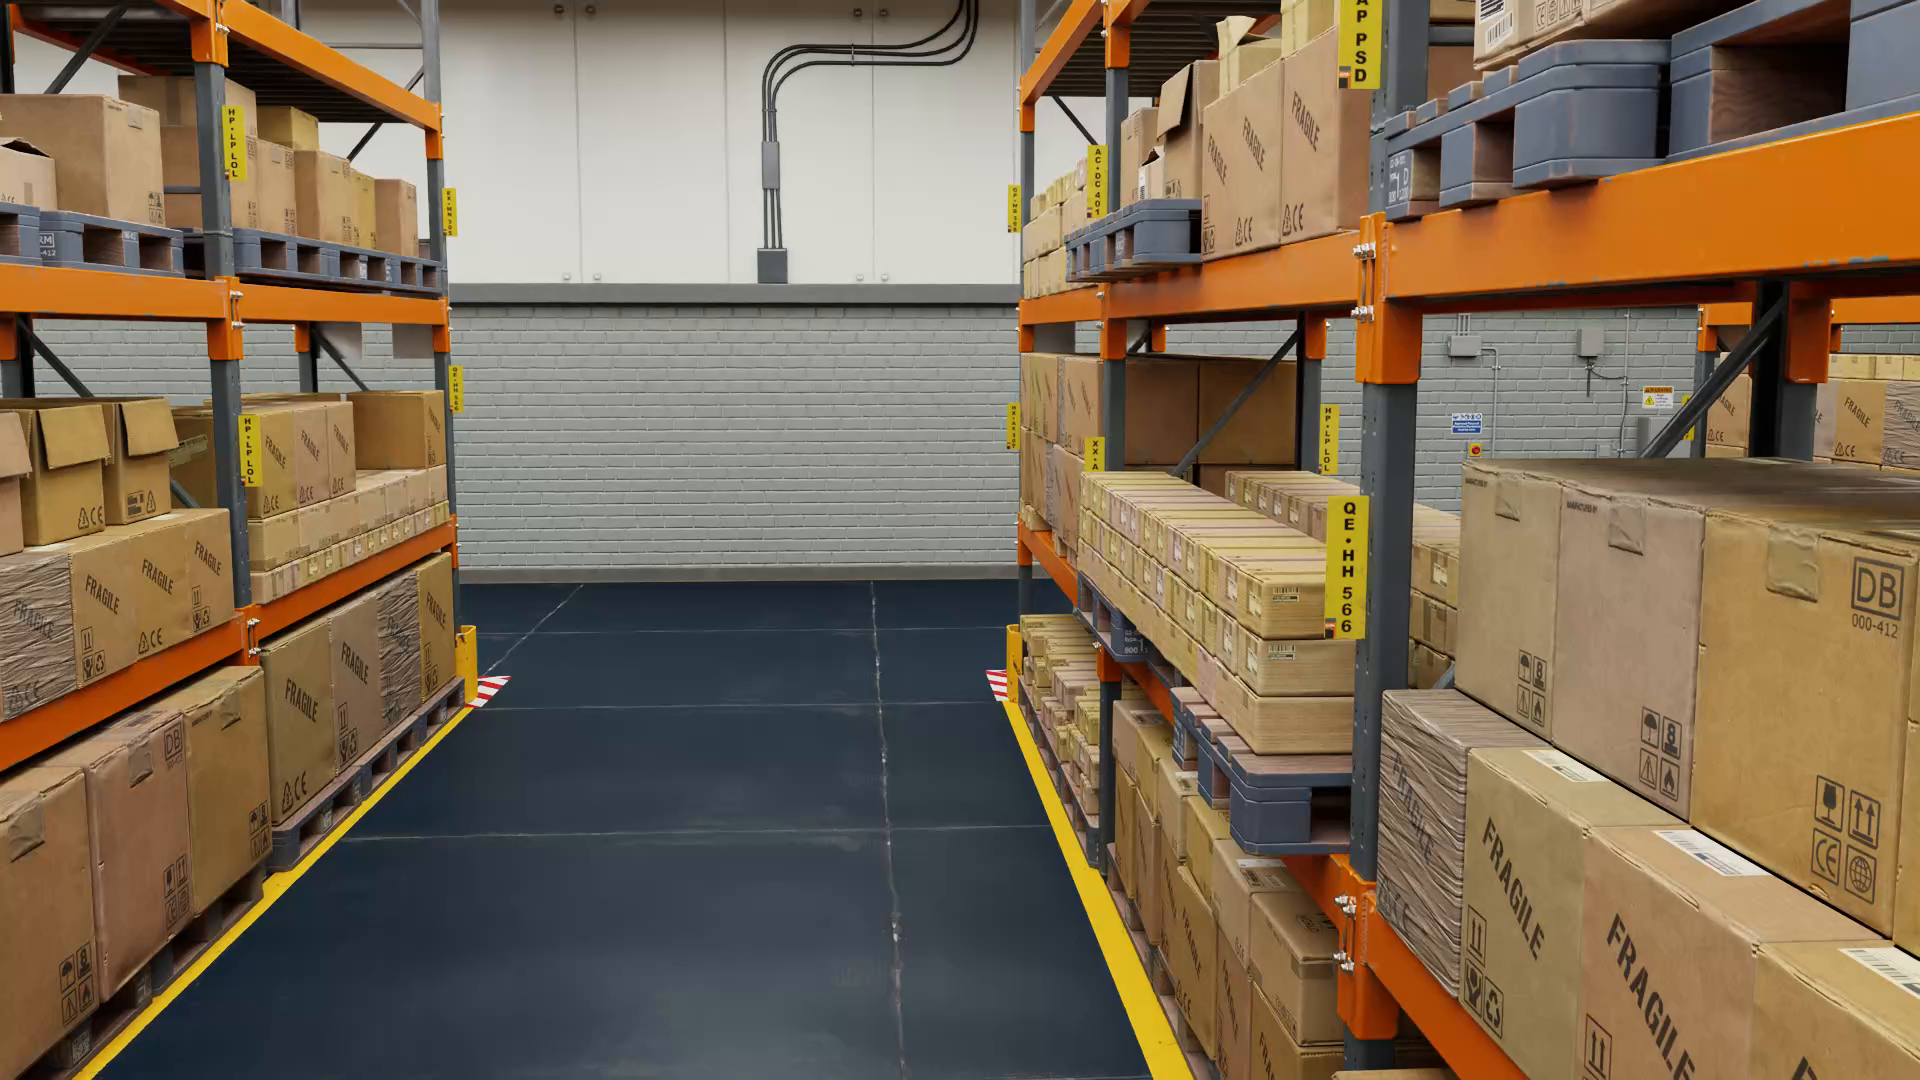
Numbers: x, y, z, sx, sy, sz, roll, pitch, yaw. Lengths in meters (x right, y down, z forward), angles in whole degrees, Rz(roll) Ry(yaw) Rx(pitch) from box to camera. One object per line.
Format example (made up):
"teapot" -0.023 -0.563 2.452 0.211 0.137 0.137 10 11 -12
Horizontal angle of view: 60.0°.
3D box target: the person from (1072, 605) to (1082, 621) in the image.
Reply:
"person" 1.143 -0.064 14.791 0.397 1.656 0.503 0 7 -4
